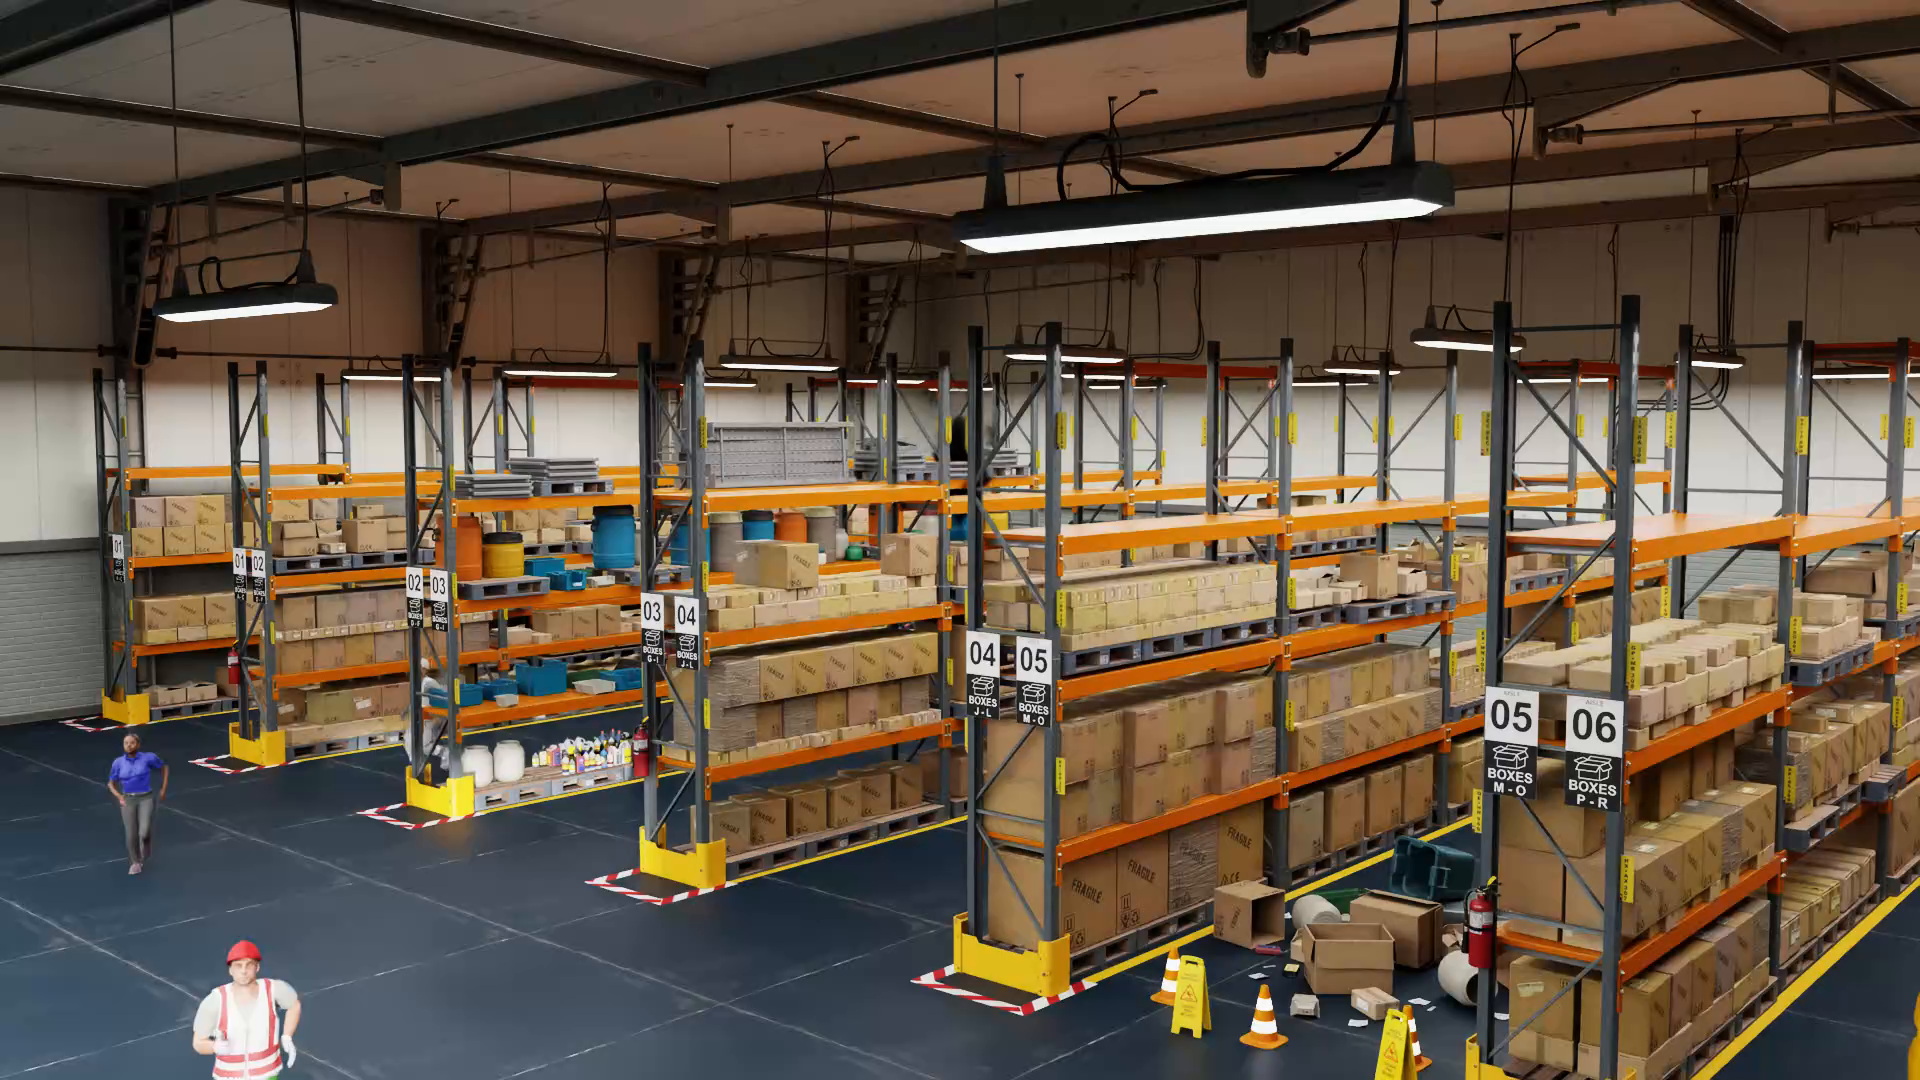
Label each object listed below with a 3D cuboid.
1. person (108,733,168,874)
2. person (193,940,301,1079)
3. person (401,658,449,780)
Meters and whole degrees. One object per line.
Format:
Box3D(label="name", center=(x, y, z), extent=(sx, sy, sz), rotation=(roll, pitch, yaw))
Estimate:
Box3D(label="person", center=(-9.299, 2.984, 18.815), extent=(0.601, 1.613, 0.616), rotation=(-1, 4, -19))
Box3D(label="person", center=(-4.562, 3.481, 10.663), extent=(0.632, 1.836, 0.736), rotation=(-2, 4, -20))
Box3D(label="person", center=(-7.630, 2.545, 23.734), extent=(0.677, 1.747, 0.724), rotation=(3, 5, 35))
